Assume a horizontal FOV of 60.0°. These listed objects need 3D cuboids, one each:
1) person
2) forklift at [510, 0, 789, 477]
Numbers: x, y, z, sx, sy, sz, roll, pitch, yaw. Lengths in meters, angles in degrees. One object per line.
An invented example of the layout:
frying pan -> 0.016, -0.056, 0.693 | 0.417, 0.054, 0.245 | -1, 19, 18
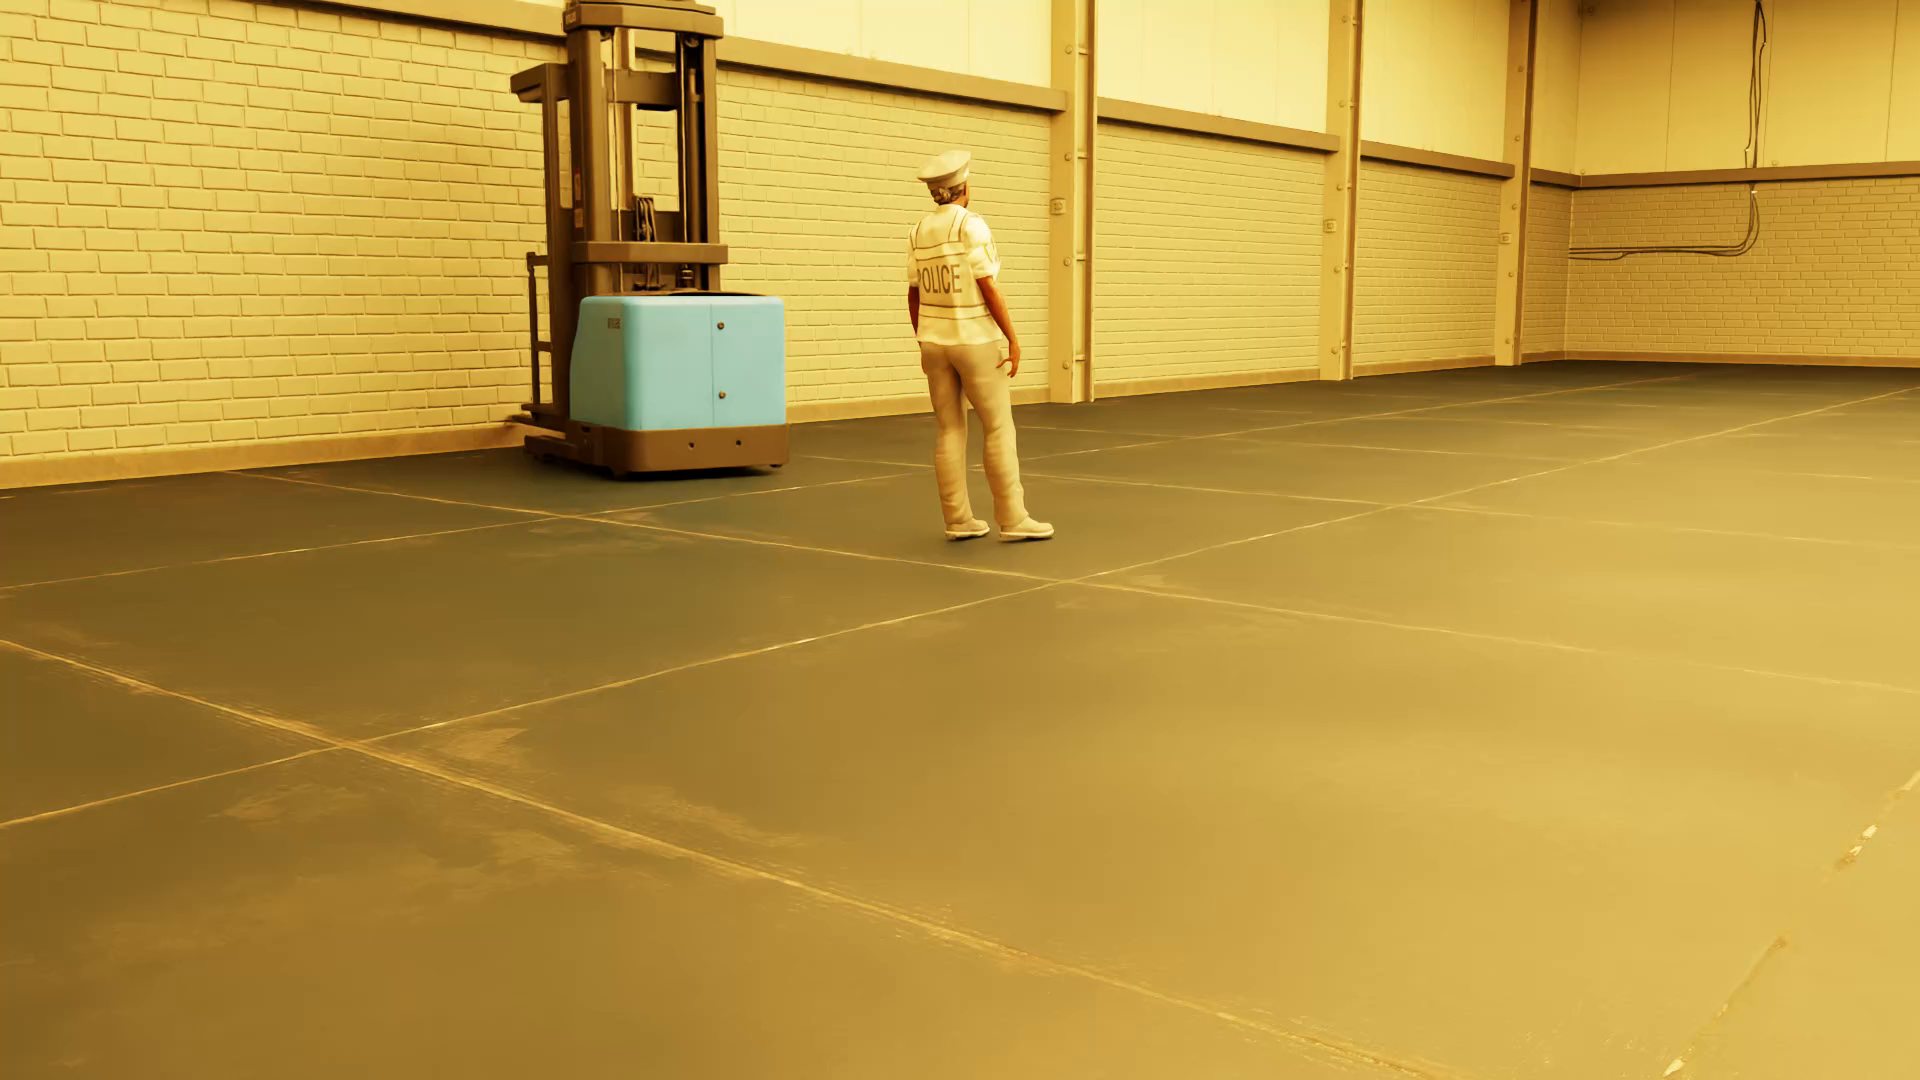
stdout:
person -> 0.063, -0.851, 7.327 | 0.569, 1.693, 0.528 | 7, 11, 38
forklift -> -2.242, -1.991, 10.885 | 1.130, 2.935, 3.031 | -5, 10, -31
